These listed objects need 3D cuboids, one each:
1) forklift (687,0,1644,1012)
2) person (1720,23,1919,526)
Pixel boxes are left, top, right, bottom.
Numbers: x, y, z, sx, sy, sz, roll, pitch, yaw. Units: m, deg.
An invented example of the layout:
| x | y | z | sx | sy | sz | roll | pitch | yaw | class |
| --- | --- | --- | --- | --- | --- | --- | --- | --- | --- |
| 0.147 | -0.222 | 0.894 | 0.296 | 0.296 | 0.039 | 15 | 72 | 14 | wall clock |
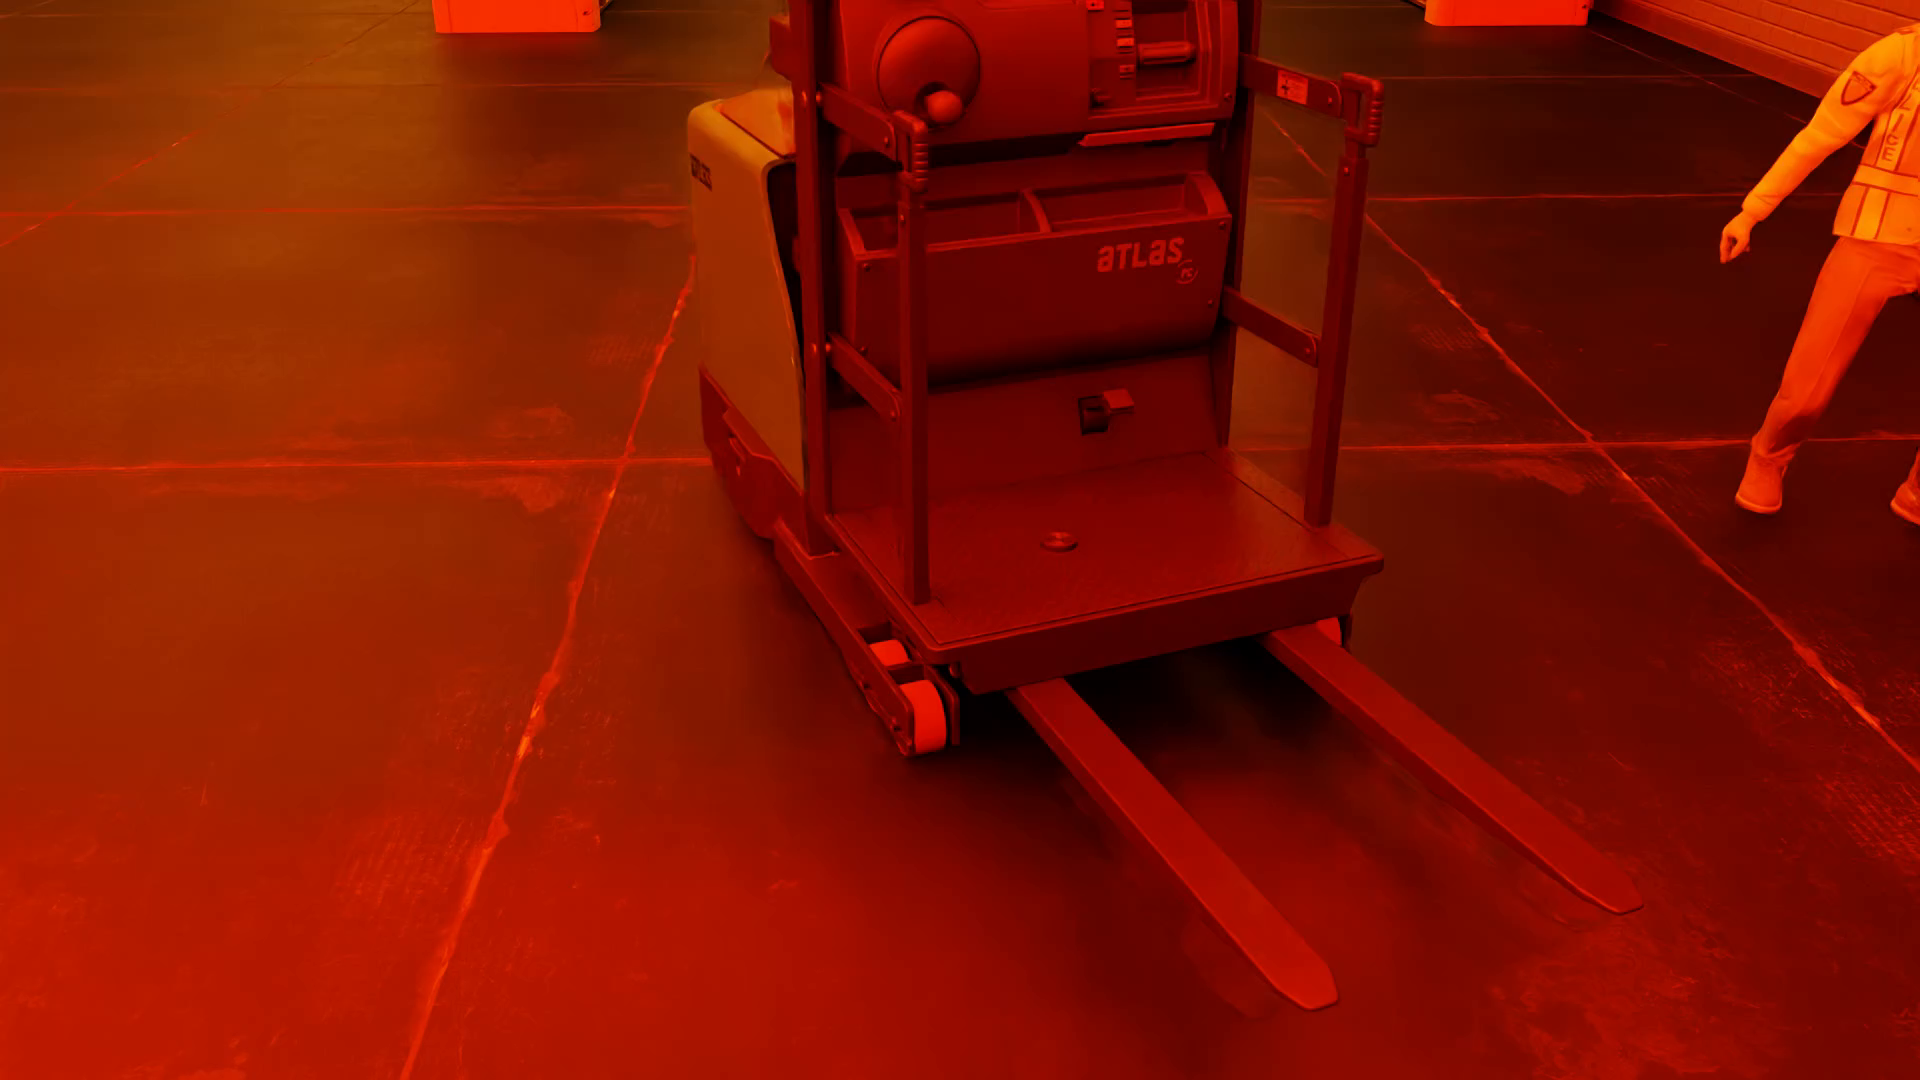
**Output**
| x | y | z | sx | sy | sz | roll | pitch | yaw | class |
| --- | --- | --- | --- | --- | --- | --- | --- | --- | --- |
| 0.262 | -1.059 | 3.392 | 1.130 | 2.935 | 3.031 | -10 | 28 | -20 | forklift |
| 2.394 | -0.771 | 4.273 | 0.796 | 1.580 | 0.449 | 8 | 27 | 17 | person |
